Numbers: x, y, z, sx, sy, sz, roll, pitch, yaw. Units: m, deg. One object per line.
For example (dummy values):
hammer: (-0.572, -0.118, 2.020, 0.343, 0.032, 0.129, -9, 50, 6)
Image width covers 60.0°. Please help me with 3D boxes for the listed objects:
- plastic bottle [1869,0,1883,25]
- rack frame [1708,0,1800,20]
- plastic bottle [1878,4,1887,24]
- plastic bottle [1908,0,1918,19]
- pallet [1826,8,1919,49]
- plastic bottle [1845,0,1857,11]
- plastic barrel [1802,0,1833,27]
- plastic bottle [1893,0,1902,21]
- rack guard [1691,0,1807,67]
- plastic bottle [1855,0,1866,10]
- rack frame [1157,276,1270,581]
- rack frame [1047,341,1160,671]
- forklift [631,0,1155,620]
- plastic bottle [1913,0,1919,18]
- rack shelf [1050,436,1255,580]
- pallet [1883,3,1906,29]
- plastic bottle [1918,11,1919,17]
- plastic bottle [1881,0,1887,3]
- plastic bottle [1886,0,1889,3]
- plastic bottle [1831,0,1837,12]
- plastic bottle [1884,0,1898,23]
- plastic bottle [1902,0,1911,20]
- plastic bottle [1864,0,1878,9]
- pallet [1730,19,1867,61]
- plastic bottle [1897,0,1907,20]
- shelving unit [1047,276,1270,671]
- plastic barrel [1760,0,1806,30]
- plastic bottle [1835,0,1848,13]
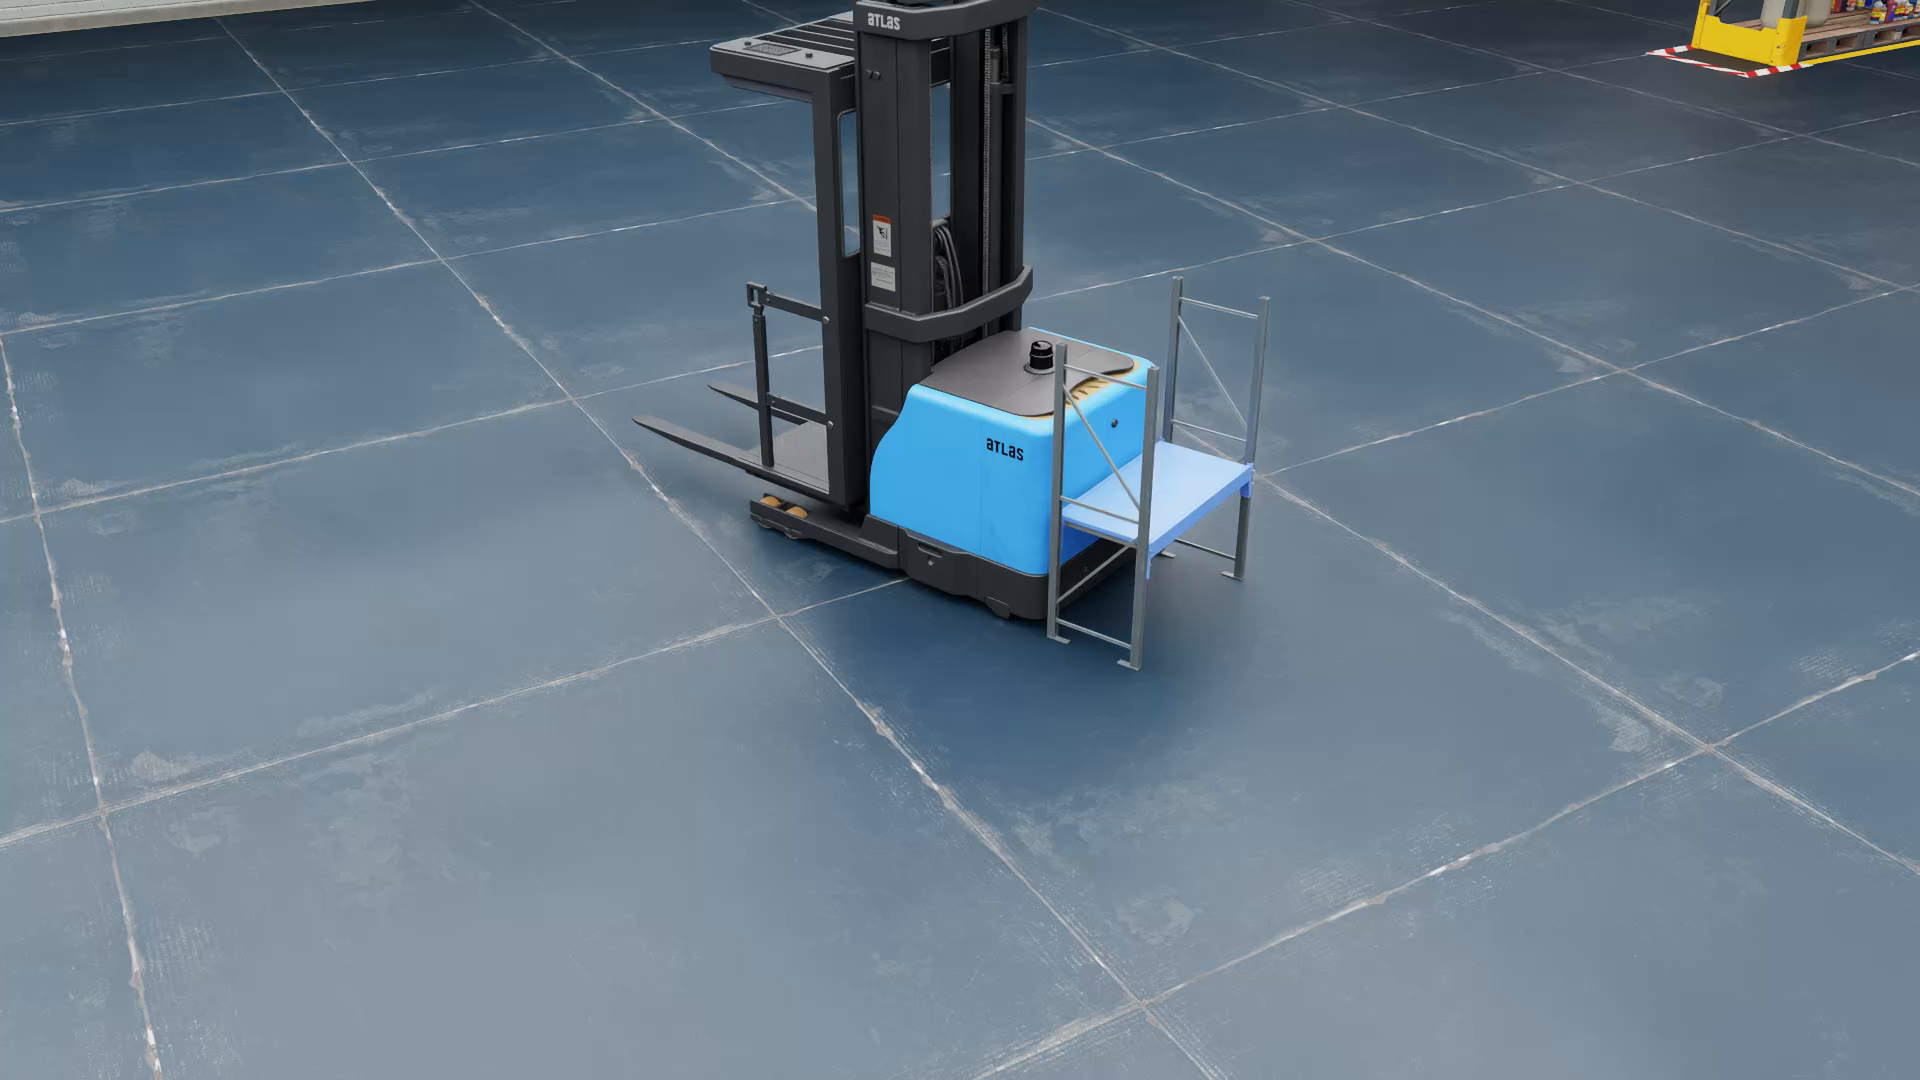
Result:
plastic bottle: (10.419, -6.007, 18.898, 0.097, 0.271, 0.097, 0, 29, 0)
rack frame: (8.698, -6.695, 17.776, 0.127, 3.000, 1.000, -16, 33, -26)
plastic bottle: (10.509, -6.001, 18.961, 0.097, 0.201, 0.097, 0, 29, 0)
plastic bottle: (10.976, -6.165, 19.184, 0.097, 0.271, 0.097, 0, 29, 0)
pallet: (10.494, -6.005, 19.413, 1.213, 0.211, 1.003, -16, 33, -26)
plastic bottle: (10.490, -6.331, 19.558, 0.097, 0.201, 0.097, 0, 29, 0)
plastic barrel: (9.659, -6.105, 18.848, 0.421, 0.512, 0.421, 0, 29, 0)
plastic bottle: (10.715, -6.091, 19.050, 0.097, 0.271, 0.097, 0, 29, 0)
rack guard: (8.740, -5.638, 18.449, 0.348, 0.500, 1.175, -16, 33, -26)
plastic bottle: (10.650, -6.381, 19.649, 0.097, 0.201, 0.097, 0, 29, 0)
rack frame: (1.221, -0.526, 8.152, 0.500, 1.500, 0.032, 19, 34, 31)
rack frame: (0.625, -0.129, 7.431, 0.500, 1.500, 0.032, 19, 34, 31)
forklift: (-0.493, -1.469, 8.378, 3.031, 2.935, 1.130, 21, 35, 33)
plastic bottle: (11.064, -6.159, 19.247, 0.097, 0.201, 0.097, 0, 29, 0)
rack shelf: (0.923, -0.170, 7.878, 0.538, 0.185, 1.000, 19, 34, 31)
pallet: (11.547, -6.306, 19.958, 1.213, 0.211, 1.003, -16, 33, -26)
plastic bottle: (11.152, -6.232, 19.302, 0.135, 0.276, 0.152, -15, 32, -25)
plastic bottle: (11.078, -6.636, 19.956, 0.185, 0.351, 0.144, -17, 33, -28)
plastic bottle: (11.177, -6.561, 19.903, 0.097, 0.271, 0.097, 0, 29, 0)
plastic bottle: (10.291, -6.377, 19.565, 0.135, 0.276, 0.152, -16, 33, -26)
plastic bottle: (10.624, -6.060, 18.982, 0.133, 0.283, 0.061, -15, 32, -26)
plastic bottle: (10.887, -6.109, 19.155, 0.097, 0.201, 0.097, 0, 29, 0)
plastic bottle: (10.808, -6.443, 19.684, 0.135, 0.276, 0.152, -16, 33, -26)
pallet: (9.443, -5.709, 18.876, 1.213, 0.211, 1.003, -16, 33, -26)
plastic bottle: (10.801, -6.115, 19.095, 0.097, 0.271, 0.097, 0, 29, 0)
shelving unit: (0.923, -0.327, 7.791, 0.538, 1.500, 1.048, 19, 34, 31)
plastic barrel: (9.227, -5.982, 18.625, 0.421, 0.512, 0.421, 0, 29, 0)
plastic bottle: (10.345, -6.336, 19.483, 0.133, 0.283, 0.061, -16, 33, -26)
